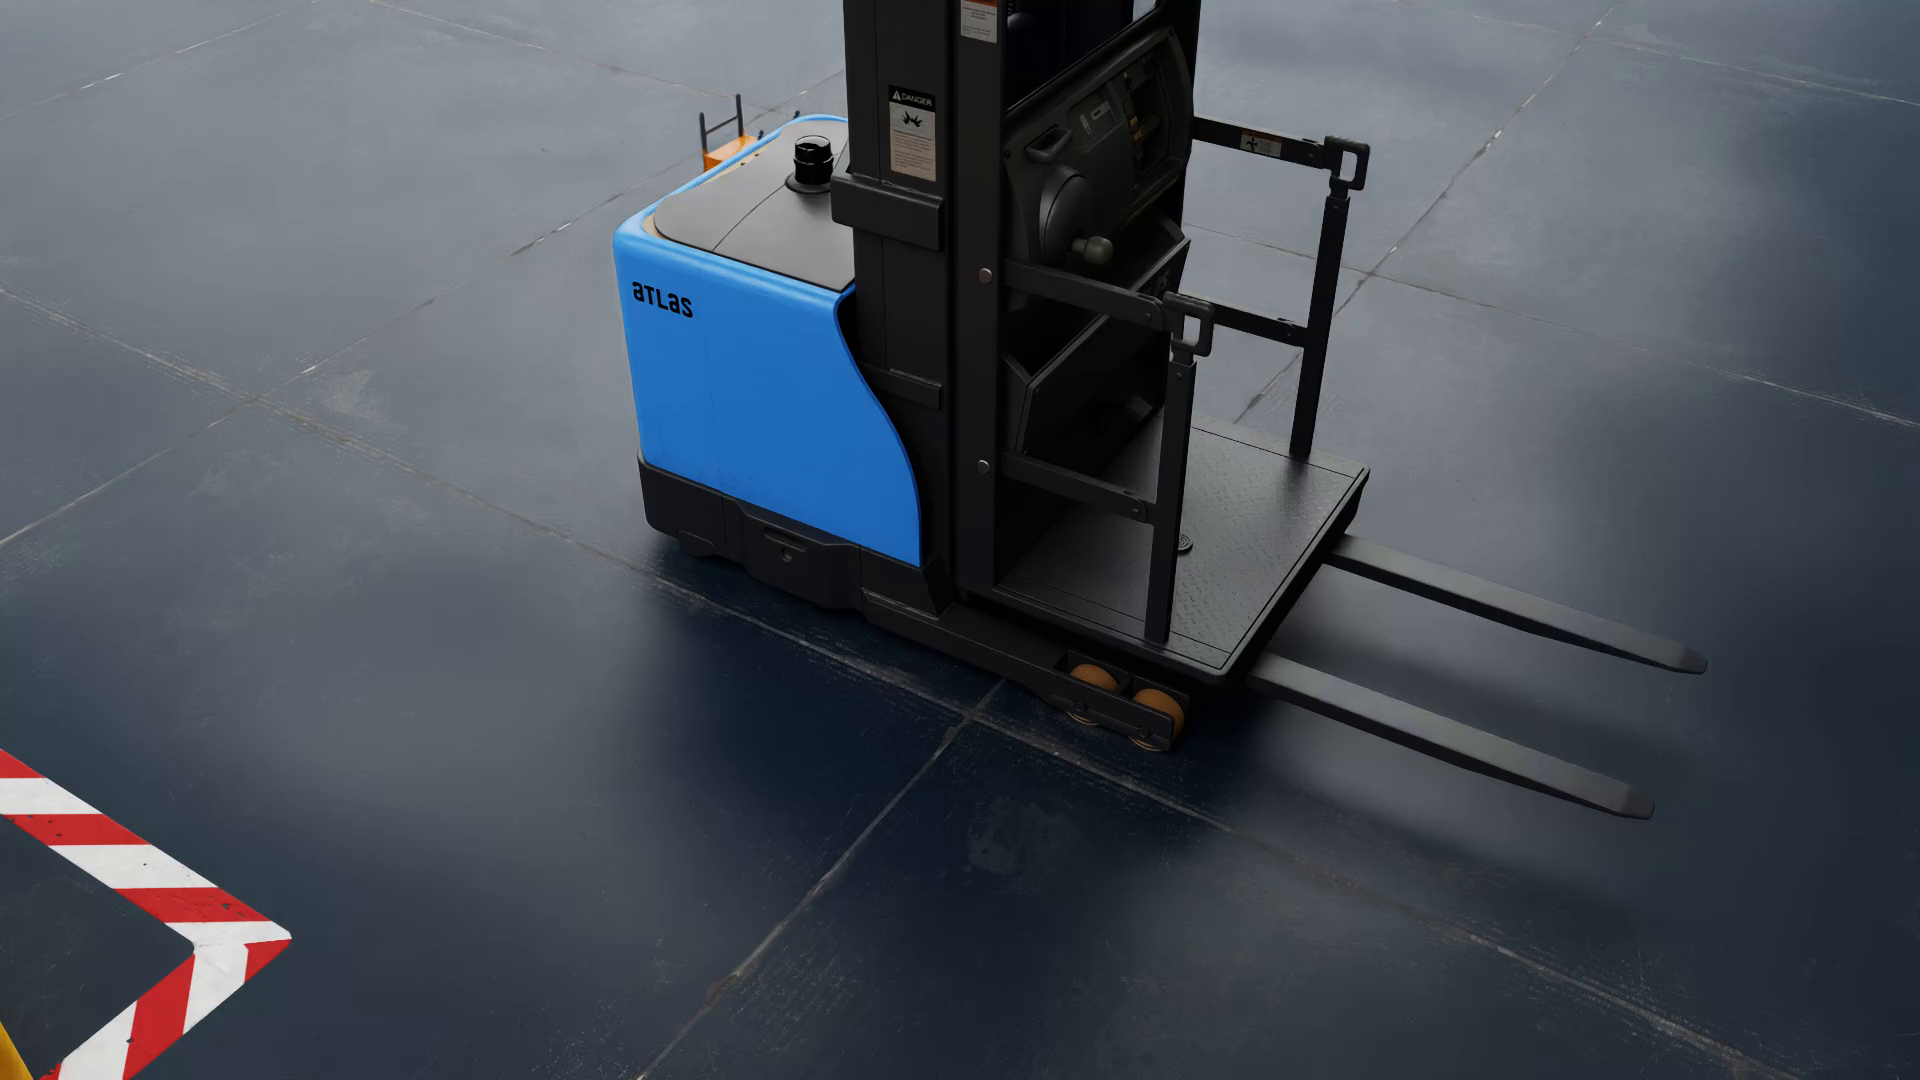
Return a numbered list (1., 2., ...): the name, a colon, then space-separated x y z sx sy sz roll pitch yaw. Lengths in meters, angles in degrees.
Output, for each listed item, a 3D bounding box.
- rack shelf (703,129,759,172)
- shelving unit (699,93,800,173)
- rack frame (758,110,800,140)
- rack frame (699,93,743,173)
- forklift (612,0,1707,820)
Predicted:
1. rack shelf: -0.672 -1.164 5.453 0.240 0.259 0.215 22 43 26
2. shelving unit: -0.672 -0.948 5.620 0.252 1.050 0.215 22 43 26
3. rack frame: -0.570 -0.907 5.566 0.008 1.050 0.200 22 43 26
4. rack frame: -0.774 -0.989 5.673 0.008 1.050 0.200 22 43 26
5. forklift: 0.539 -0.962 4.098 3.031 2.935 1.130 20 42 24
